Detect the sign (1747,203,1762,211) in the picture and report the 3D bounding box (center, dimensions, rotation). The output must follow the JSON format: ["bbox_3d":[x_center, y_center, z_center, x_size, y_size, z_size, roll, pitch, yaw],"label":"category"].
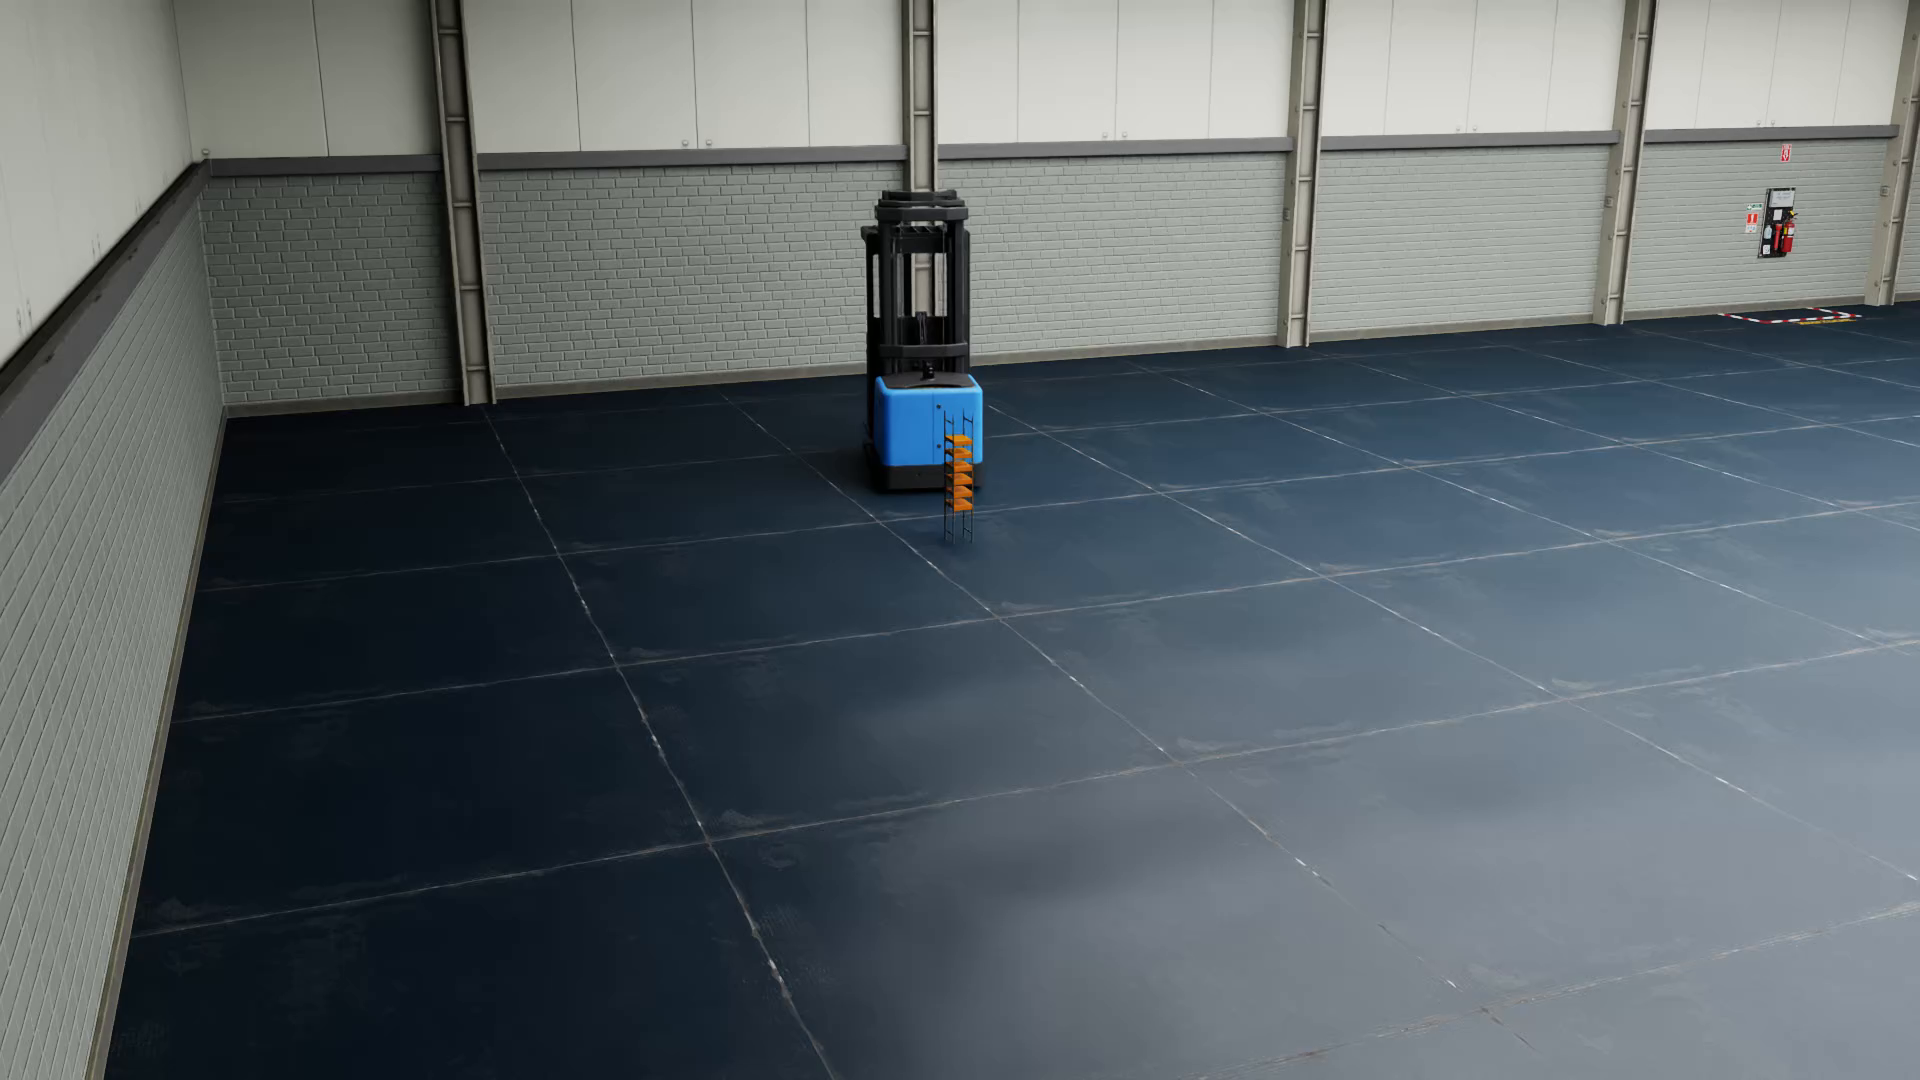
[{"bbox_3d":[13.405,-5.619,28.055,0.331,0.109,0.001,-6,17,-20],"label":"sign"}]

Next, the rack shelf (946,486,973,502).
[{"bbox_3d":[-0.014,-0.416,15.122,0.180,0.103,0.258,-6,17,-20],"label":"rack shelf"}]

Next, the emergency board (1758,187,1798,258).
[{"bbox_3d":[13.951,-5.378,28.239,0.643,1.169,0.194,-6,17,-20],"label":"emergency board"}]

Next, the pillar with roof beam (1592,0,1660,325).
[{"bbox_3d":[12.210,-6.758,22.291,0.400,9.000,9.100,-6,17,-20],"label":"pillar with roof beam"}]

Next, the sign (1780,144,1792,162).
[{"bbox_3d":[13.908,-6.515,27.999,0.199,0.298,0.001,-6,17,-20],"label":"sign"}]

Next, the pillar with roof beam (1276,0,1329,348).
[{"bbox_3d":[6.607,-6.153,20.231,0.400,9.000,9.100,-6,17,-20],"label":"pillar with roof beam"}]

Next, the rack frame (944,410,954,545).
[{"bbox_3d":[-0.099,-0.565,15.045,0.006,1.200,0.240,-6,17,-20],"label":"rack frame"}]

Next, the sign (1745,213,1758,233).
[{"bbox_3d":[13.398,-5.366,28.137,0.234,0.329,0.001,-6,17,-20],"label":"sign"}]

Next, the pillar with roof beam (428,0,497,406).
[{"bbox_3d":[-4.598,-4.943,16.111,0.400,9.000,9.100,-6,17,-20],"label":"pillar with roof beam"}]

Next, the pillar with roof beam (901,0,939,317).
[{"bbox_3d":[1.004,-5.548,18.171,0.400,9.000,9.100,-6,17,-20],"label":"pillar with roof beam"}]

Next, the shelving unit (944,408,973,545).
[{"bbox_3d":[-0.014,-0.574,15.076,0.189,1.200,0.258,-6,17,-20],"label":"shelving unit"}]

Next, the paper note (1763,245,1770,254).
[{"bbox_3d":[13.761,-4.955,28.364,0.142,0.148,0.016,-6,17,-20],"label":"paper note"}]

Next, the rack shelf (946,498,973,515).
[{"bbox_3d":[-0.014,-0.301,15.156,0.180,0.103,0.258,-6,17,-20],"label":"rack shelf"}]

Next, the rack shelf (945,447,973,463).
[{"bbox_3d":[-0.014,-0.762,15.021,0.180,0.103,0.258,-6,17,-20],"label":"rack shelf"}]

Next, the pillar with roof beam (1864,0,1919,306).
[{"bbox_3d":[17.813,-7.363,24.351,0.400,9.000,9.100,-6,17,-20],"label":"pillar with roof beam"}]

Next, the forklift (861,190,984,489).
[{"bbox_3d":[-0.472,-2.285,17.831,1.130,2.935,3.031,-2,17,-8],"label":"forklift"}]

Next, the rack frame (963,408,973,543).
[{"bbox_3d":[0.072,-0.583,15.107,0.006,1.200,0.240,-6,17,-20],"label":"rack frame"}]

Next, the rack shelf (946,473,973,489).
[{"bbox_3d":[-0.014,-0.532,15.088,0.180,0.103,0.258,-6,17,-20],"label":"rack shelf"}]

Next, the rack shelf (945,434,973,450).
[{"bbox_3d":[-0.014,-0.877,14.987,0.180,0.103,0.258,-6,17,-20],"label":"rack shelf"}]

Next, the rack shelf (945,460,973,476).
[{"bbox_3d":[-0.014,-0.647,15.055,0.180,0.103,0.258,-6,17,-20],"label":"rack shelf"}]
